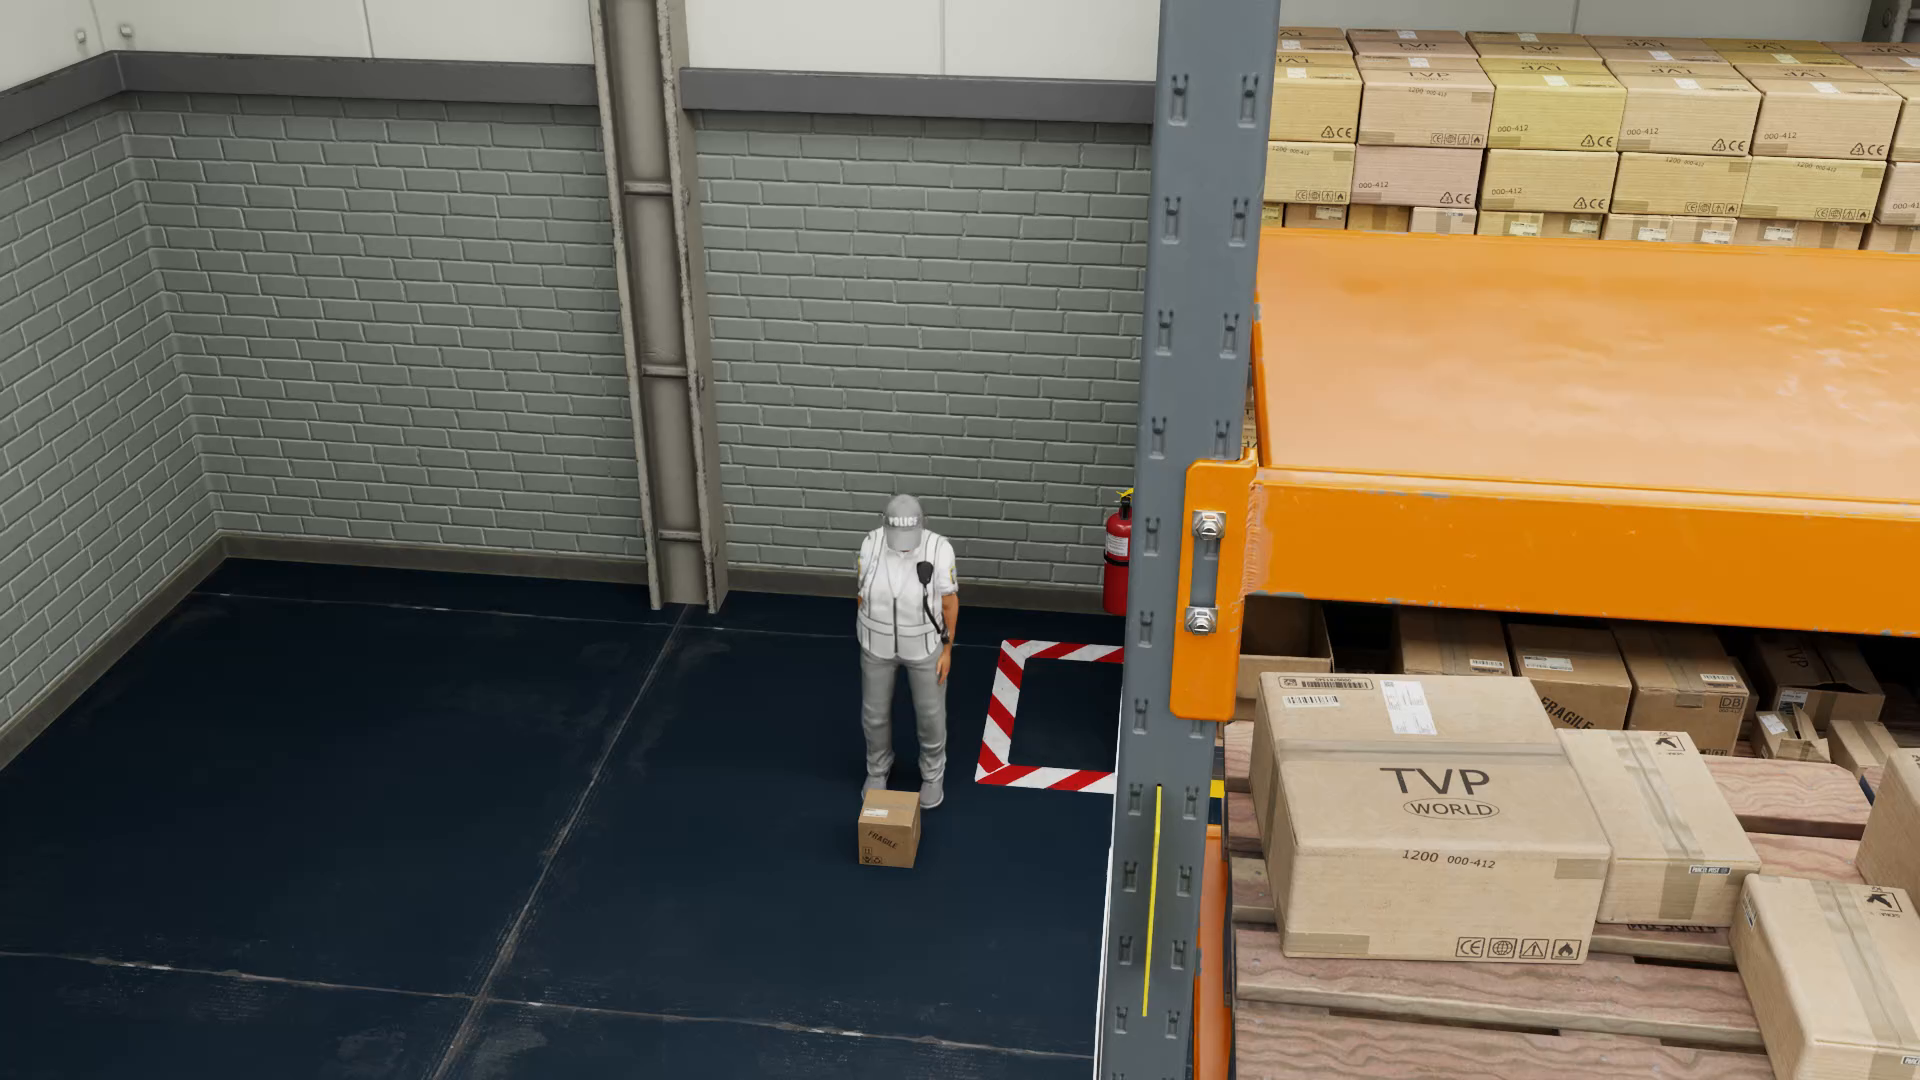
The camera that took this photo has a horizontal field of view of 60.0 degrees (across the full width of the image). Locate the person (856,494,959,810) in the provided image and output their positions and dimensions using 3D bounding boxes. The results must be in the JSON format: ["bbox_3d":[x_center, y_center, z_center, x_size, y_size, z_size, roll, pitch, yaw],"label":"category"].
[{"bbox_3d":[-0.245,0.512,7.811,0.478,1.649,0.409,4,29,7],"label":"person"}]
